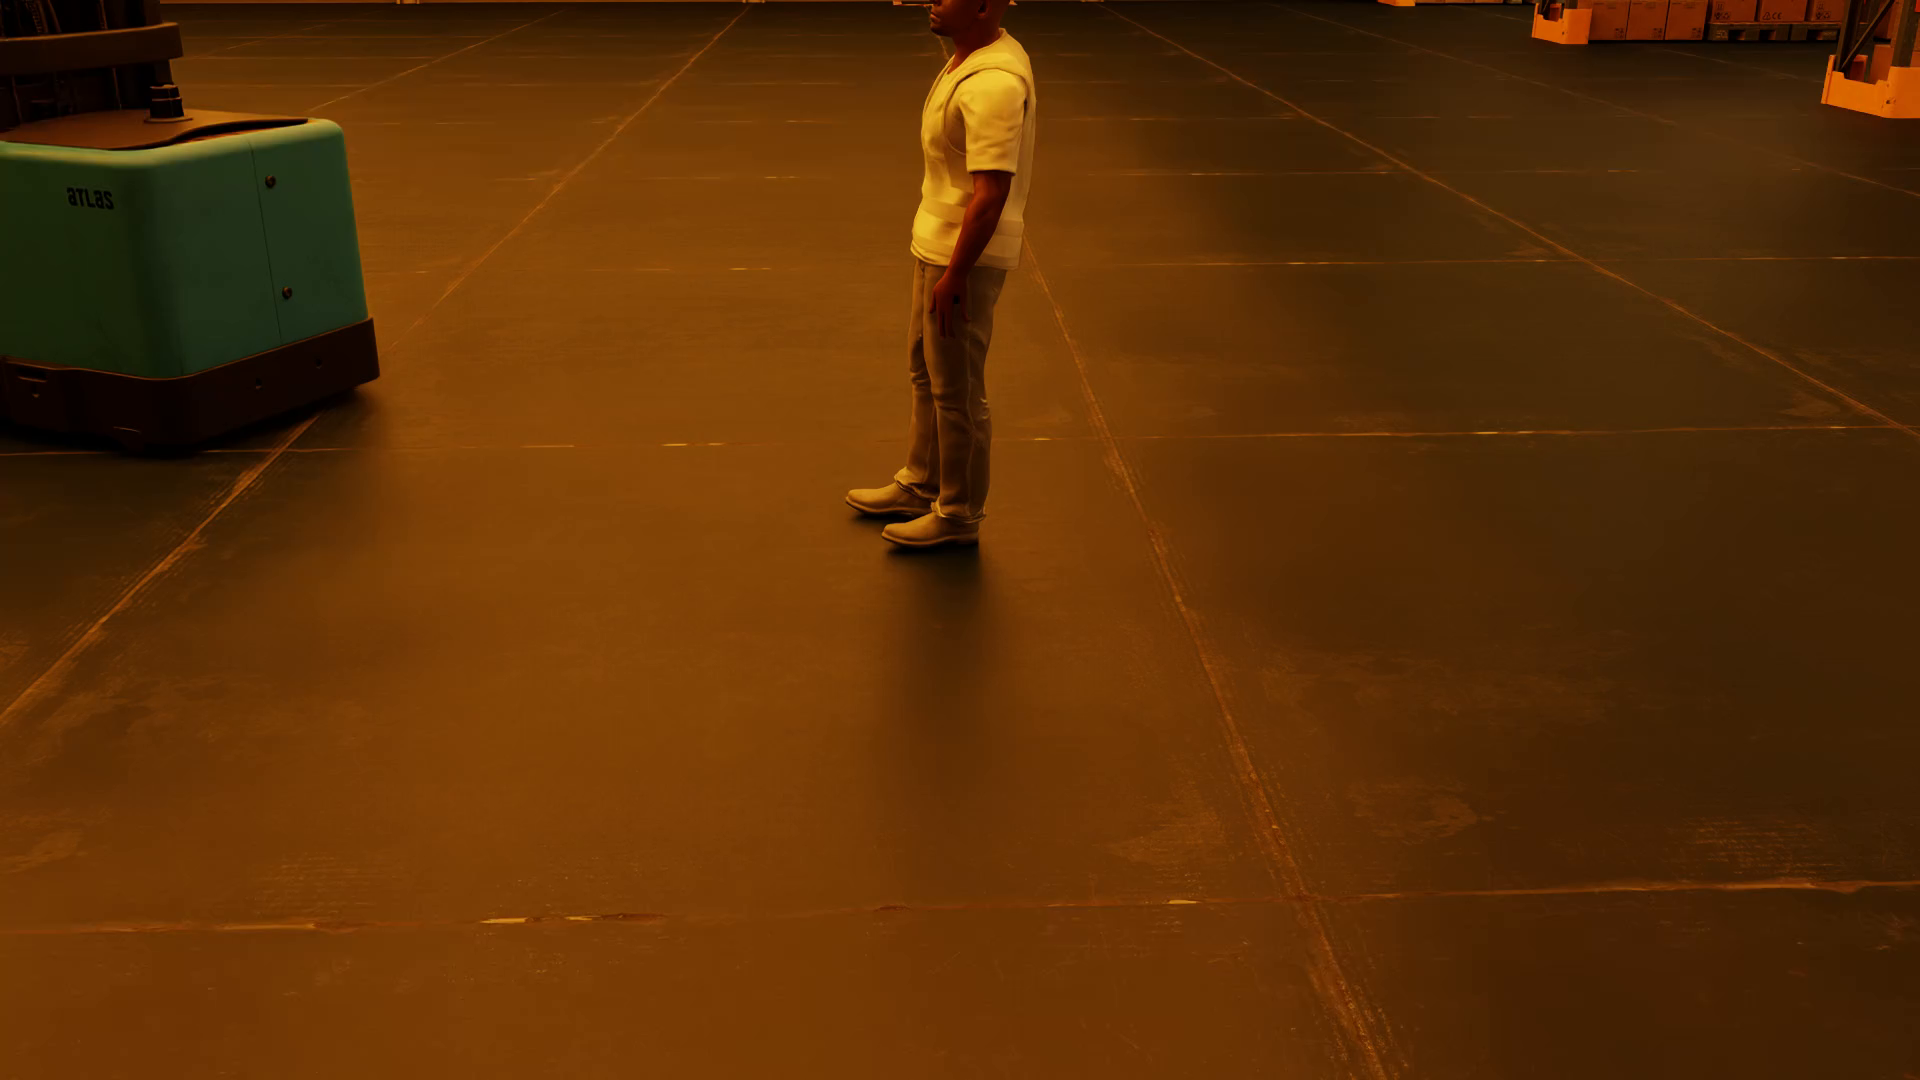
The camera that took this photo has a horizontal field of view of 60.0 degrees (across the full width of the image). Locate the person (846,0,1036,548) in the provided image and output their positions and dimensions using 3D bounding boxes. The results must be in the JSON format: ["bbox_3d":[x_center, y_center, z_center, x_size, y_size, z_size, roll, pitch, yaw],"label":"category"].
[{"bbox_3d":[-0.070,-0.830,4.849,0.575,1.768,0.665,-1,21,-3],"label":"person"}]

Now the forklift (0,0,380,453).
[{"bbox_3d":[-3.878,-2.015,6.295,3.031,2.935,1.130,9,23,22],"label":"forklift"}]
